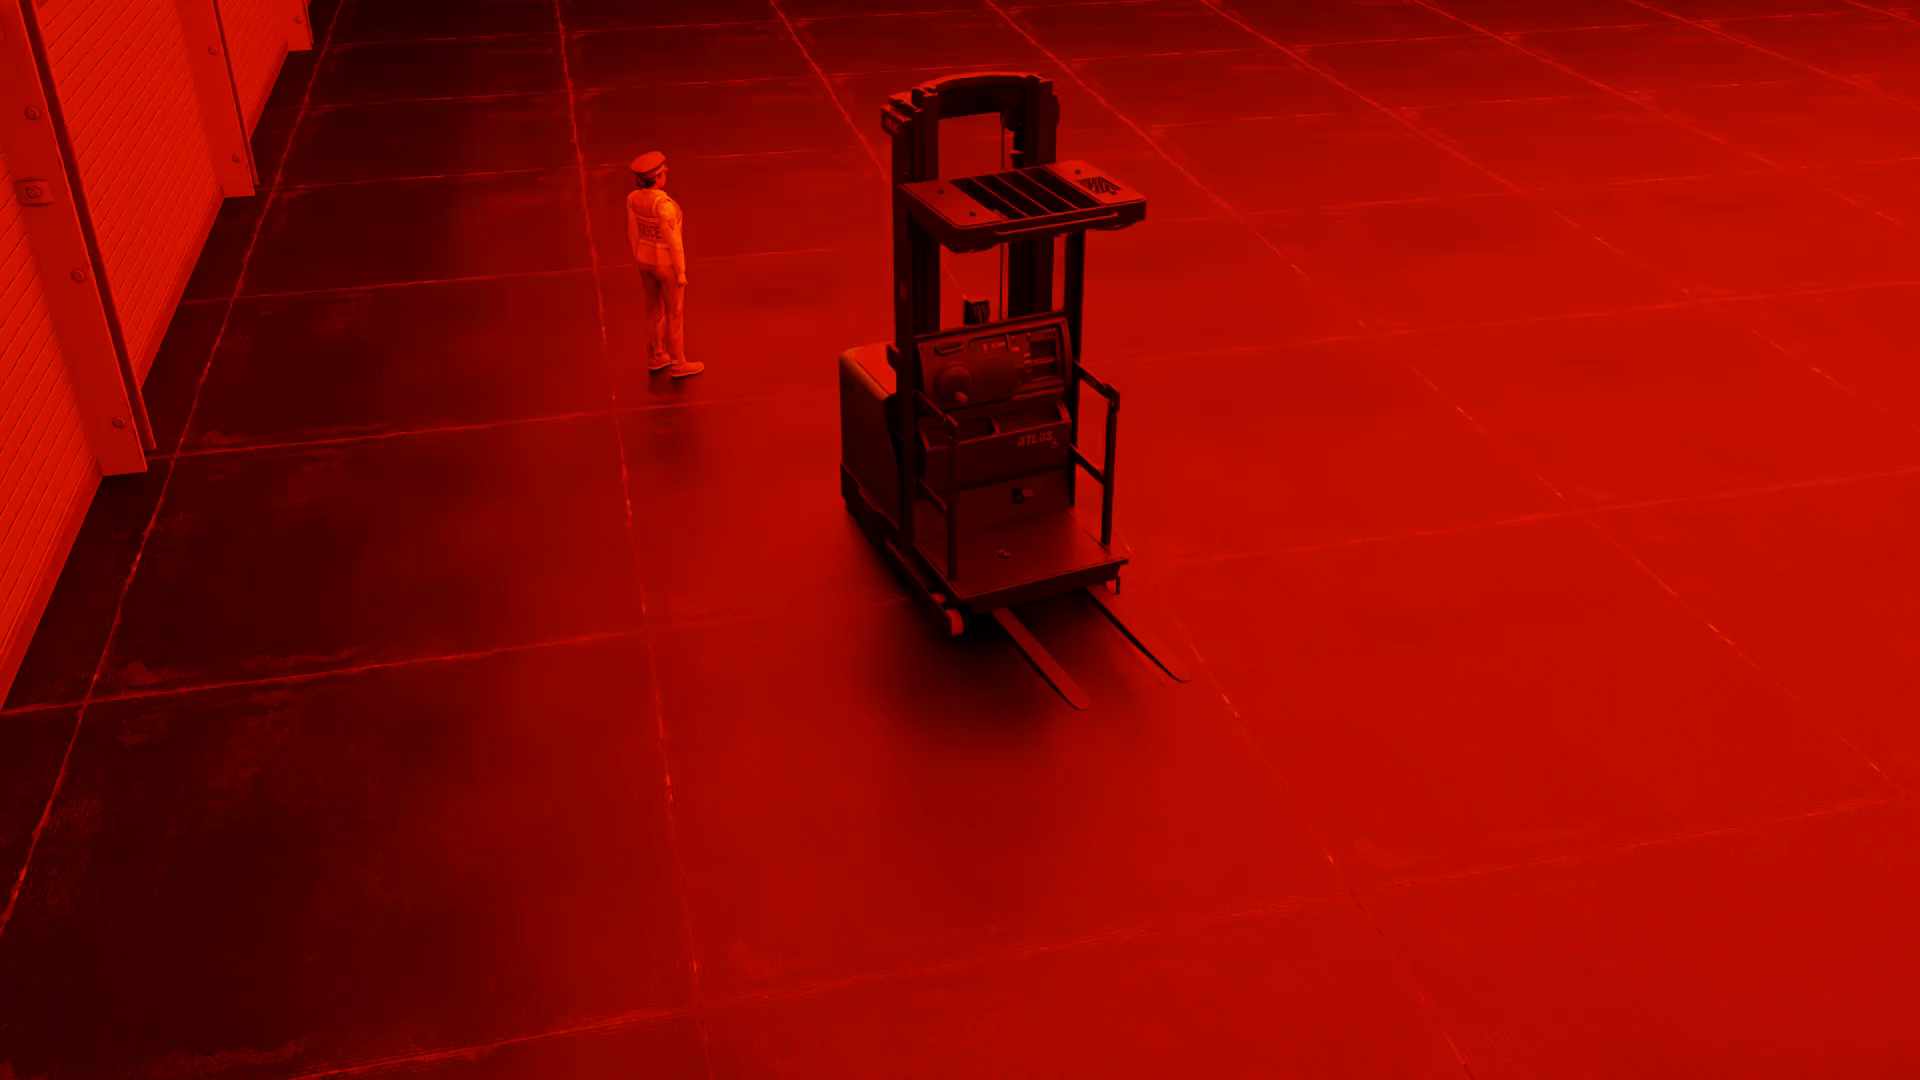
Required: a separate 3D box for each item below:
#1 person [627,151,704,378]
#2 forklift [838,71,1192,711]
[{"bbox_3d":[-2.214,-2.044,12.349,0.474,1.690,0.331,20,36,31],"label":"person"},{"bbox_3d":[0.293,-0.960,9.232,1.130,2.935,3.031,-13,32,-21],"label":"forklift"}]
